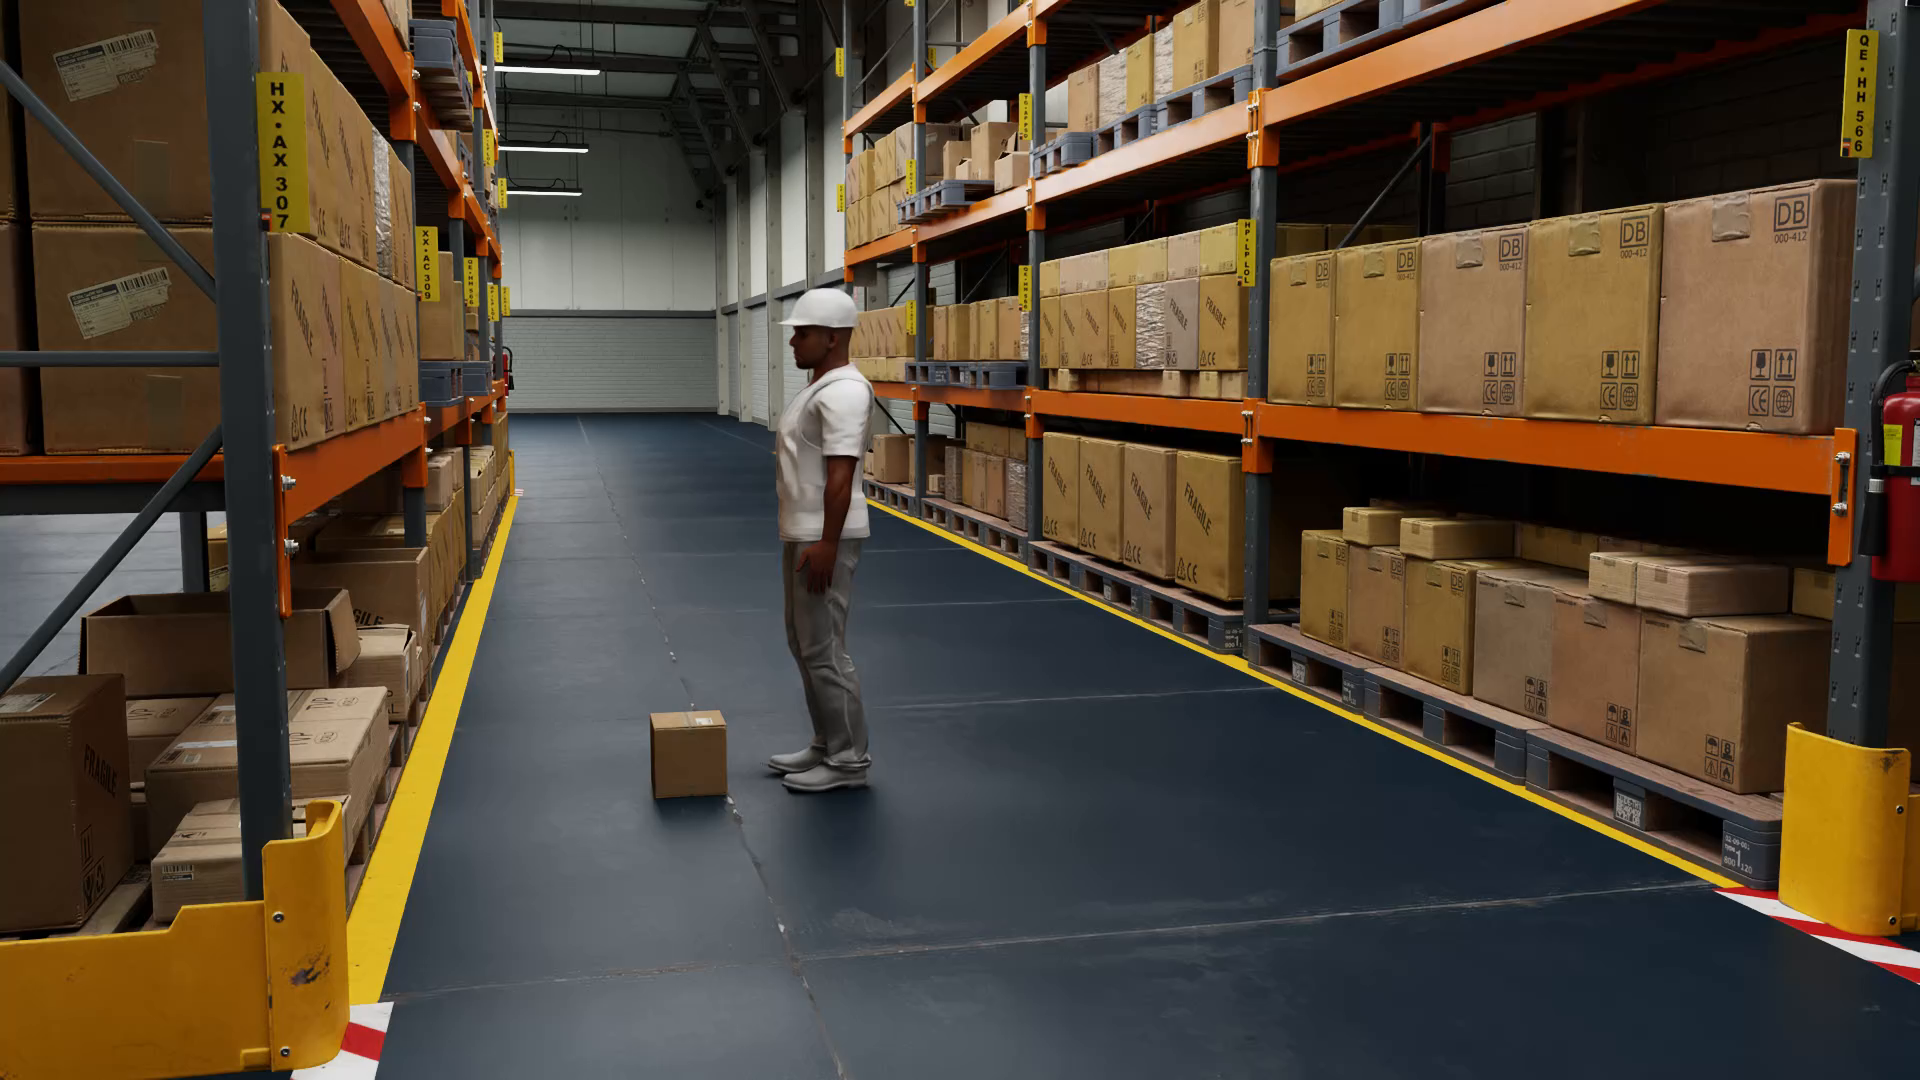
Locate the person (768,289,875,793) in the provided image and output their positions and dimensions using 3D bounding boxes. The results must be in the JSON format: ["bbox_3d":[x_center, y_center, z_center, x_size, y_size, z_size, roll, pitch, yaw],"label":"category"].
[{"bbox_3d":[-0.492,-0.005,5.909,0.369,1.762,0.563,-1,6,-12],"label":"person"}]
